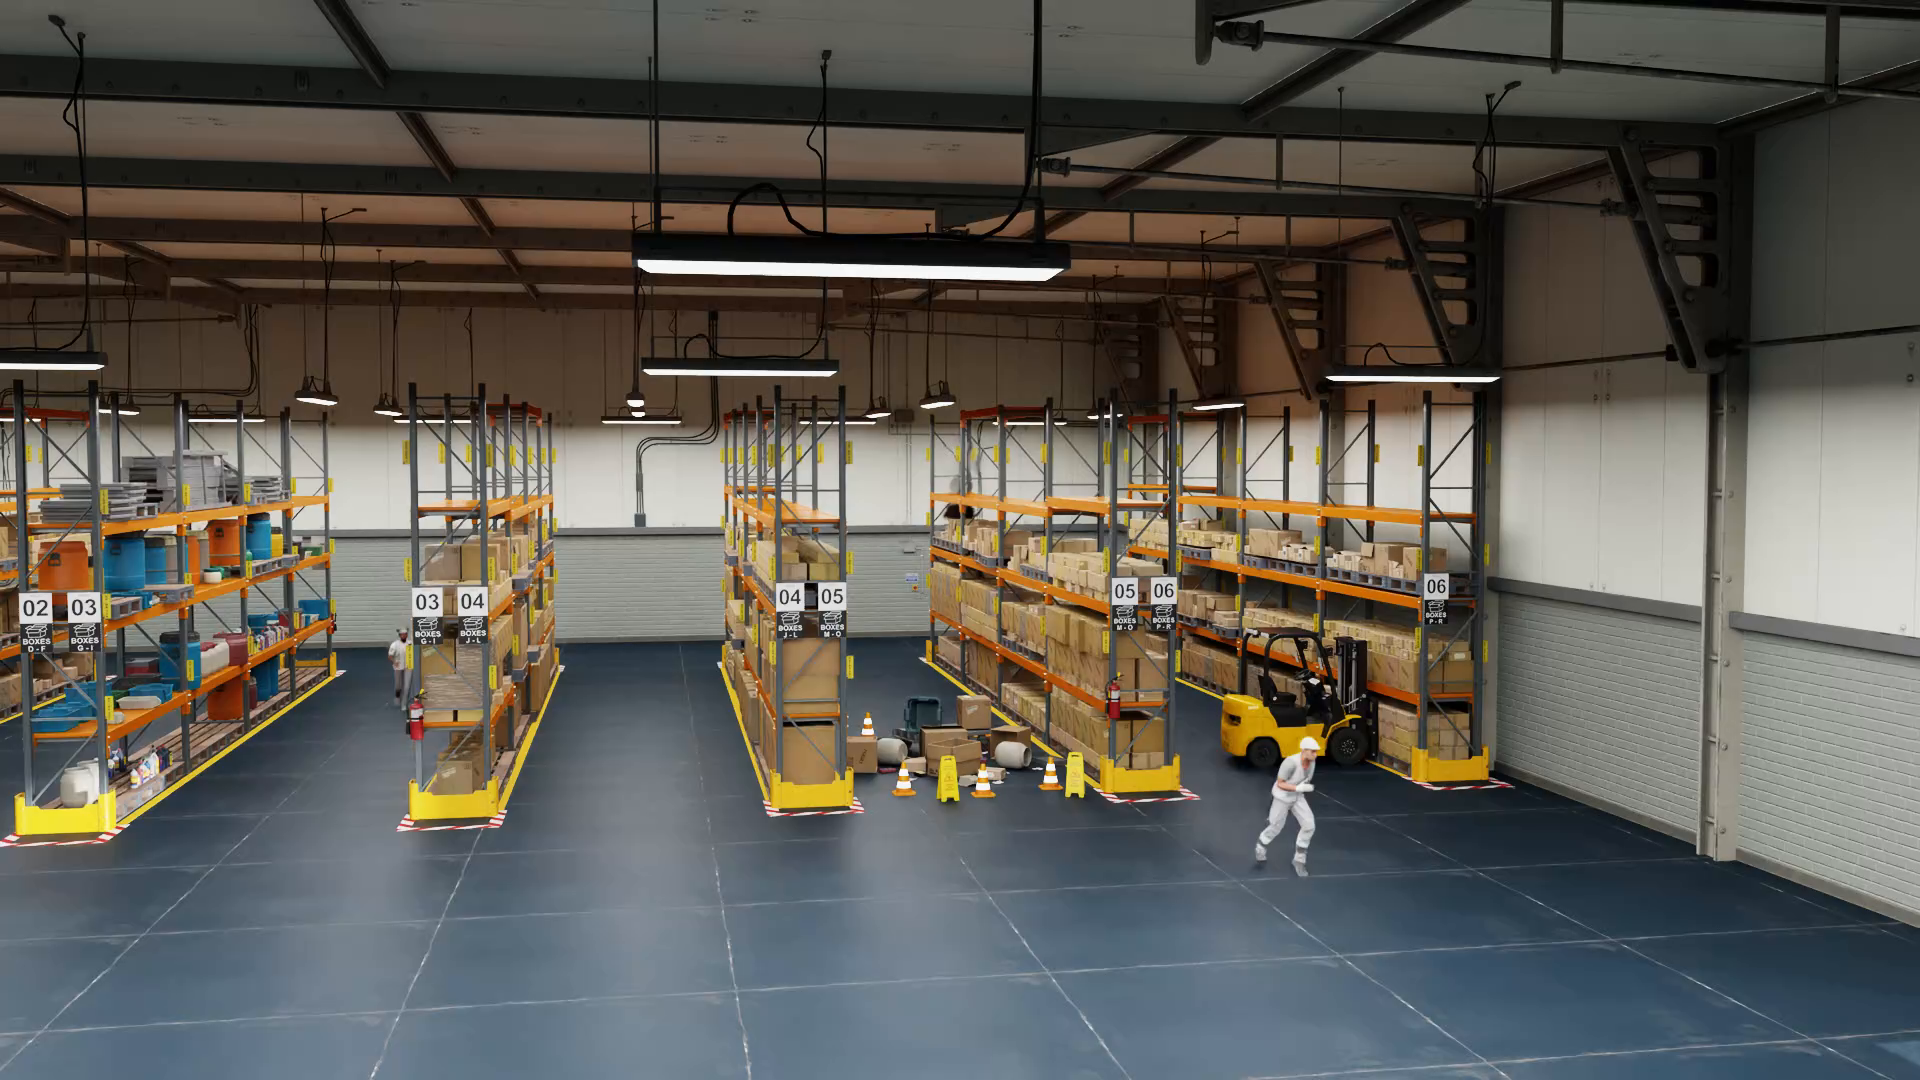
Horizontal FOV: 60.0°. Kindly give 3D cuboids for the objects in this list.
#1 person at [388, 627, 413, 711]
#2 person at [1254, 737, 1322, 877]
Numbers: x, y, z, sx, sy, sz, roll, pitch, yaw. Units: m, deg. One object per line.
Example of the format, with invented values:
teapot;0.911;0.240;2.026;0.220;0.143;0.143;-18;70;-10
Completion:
person;-10.935;2.518;32.678;0.562;1.655;0.589;-1;3;-27
person;3.952;3.175;19.987;0.705;1.719;1.005;-2;4;-35
